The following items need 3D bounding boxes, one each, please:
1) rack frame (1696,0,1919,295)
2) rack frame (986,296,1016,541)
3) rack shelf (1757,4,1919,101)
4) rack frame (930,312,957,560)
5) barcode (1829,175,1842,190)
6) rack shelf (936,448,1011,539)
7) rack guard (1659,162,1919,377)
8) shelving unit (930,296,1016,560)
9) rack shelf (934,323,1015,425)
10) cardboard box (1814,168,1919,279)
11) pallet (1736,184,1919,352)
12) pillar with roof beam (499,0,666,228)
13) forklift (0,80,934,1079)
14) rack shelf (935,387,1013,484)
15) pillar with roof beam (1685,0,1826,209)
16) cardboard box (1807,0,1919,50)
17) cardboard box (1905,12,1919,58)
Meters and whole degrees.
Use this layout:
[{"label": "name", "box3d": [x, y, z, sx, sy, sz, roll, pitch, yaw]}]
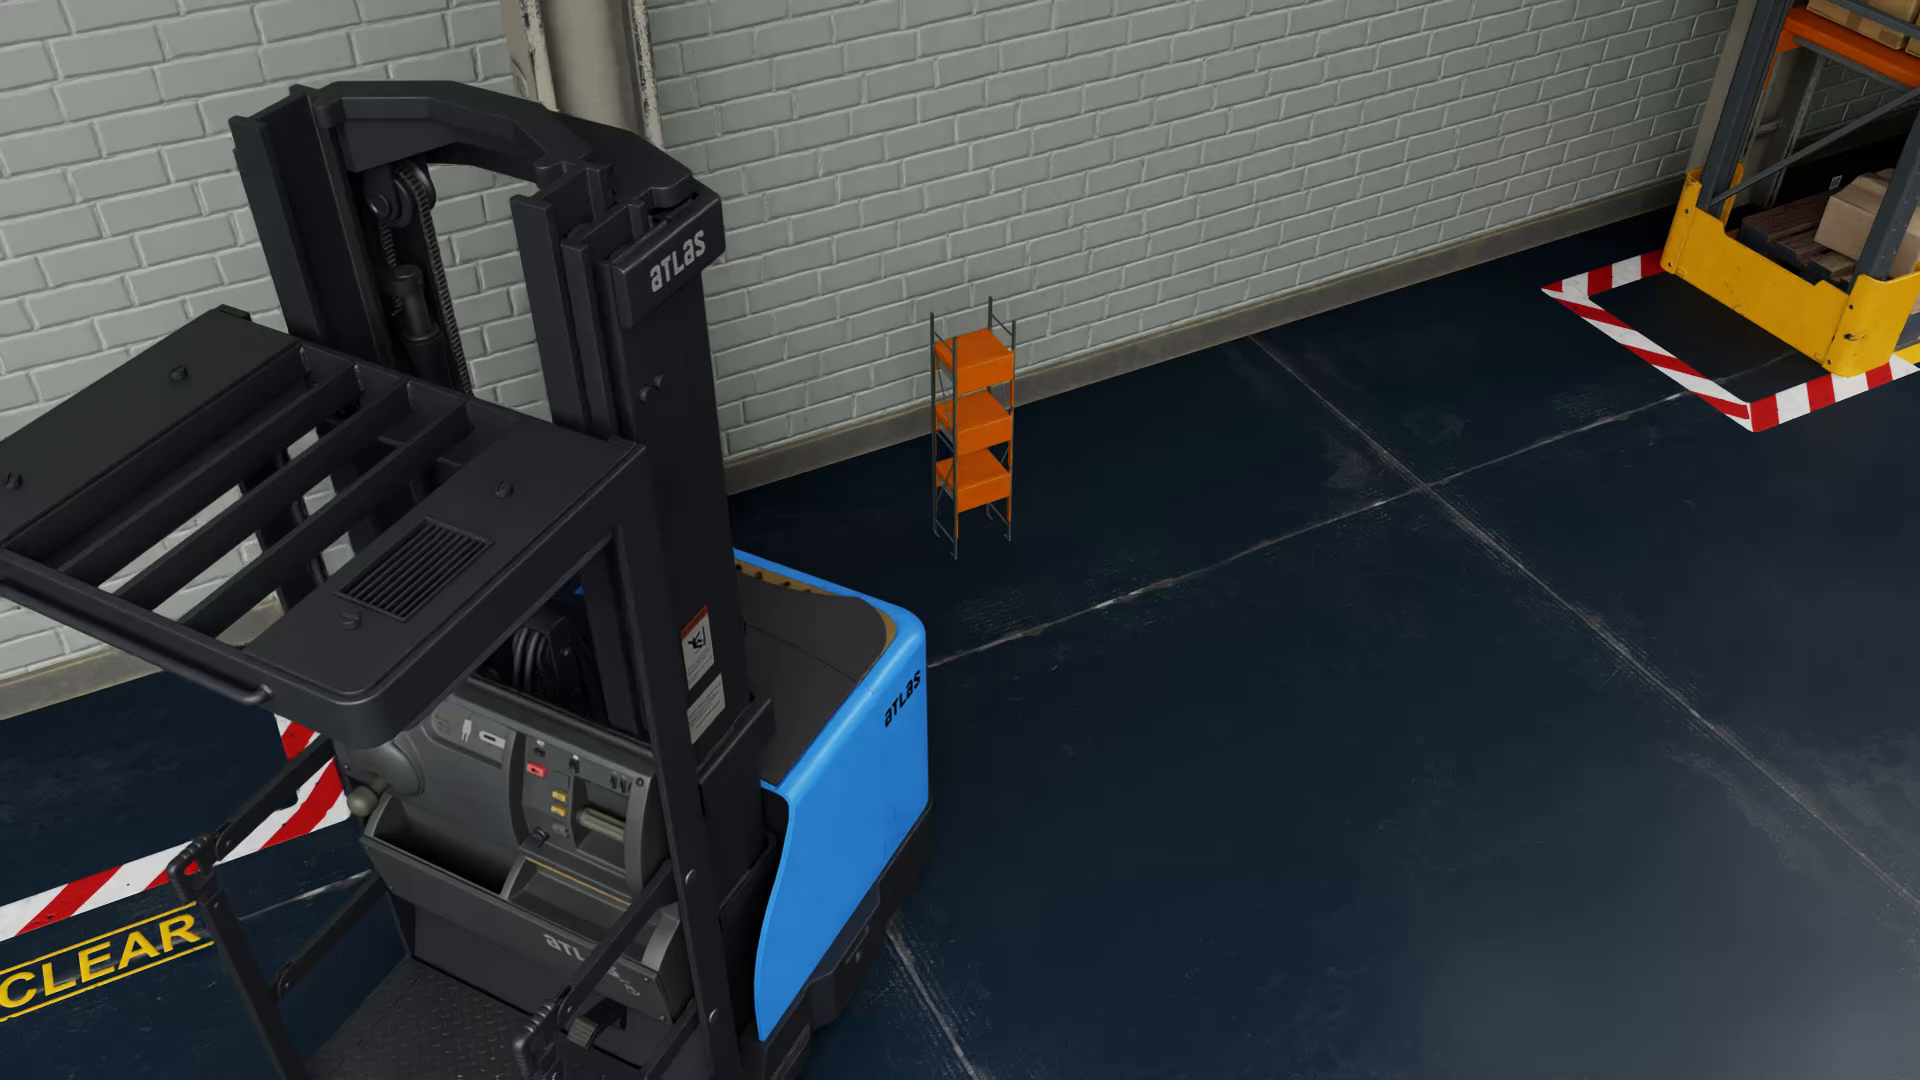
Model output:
[{"label": "rack frame", "box3d": [3.862, -2.241, 7.076, 0.127, 3.000, 1.000, -19, 44, -21]}, {"label": "rack frame", "box3d": [0.156, -0.453, 6.473, 0.008, 1.050, 0.200, -19, 44, -21]}, {"label": "rack shelf", "box3d": [5.636, -2.563, 8.013, 4.000, 0.370, 1.077, -19, 44, -21]}, {"label": "rack frame", "box3d": [-0.061, -0.380, 6.387, 0.008, 1.050, 0.200, -19, 44, -21]}, {"label": "barcode", "box3d": [4.348, -1.775, 8.259, 0.075, 0.075, 0.001, -19, 44, -21]}, {"label": "rack shelf", "box3d": [0.047, -0.196, 6.616, 0.240, 0.259, 0.215, -19, 44, -21]}, {"label": "rack guard", "box3d": [3.929, -1.309, 7.910, 0.348, 0.500, 1.175, -19, 44, -21]}, {"label": "shelving unit", "box3d": [0.047, -0.417, 6.430, 0.252, 1.050, 0.215, -19, 44, -21]}, {"label": "rack shelf", "box3d": [0.047, -0.625, 6.253, 0.240, 0.259, 0.215, -19, 44, -21]}, {"label": "cardboard box", "box3d": [4.517, -1.537, 7.985, 0.500, 0.311, 0.500, -24, 46, -25]}, {"label": "pallet", "box3d": [4.666, -1.421, 8.266, 1.213, 0.211, 1.003, -19, 44, -21]}, {"label": "pillar with roof beam", "box3d": [0.750, -0.978, 0.940, 0.400, 9.000, 9.100, -19, 44, -21]}, {"label": "forklift", "box3d": [-1.207, 0.623, 3.745, 1.130, 2.935, 3.031, 18, 44, 20]}, {"label": "rack shelf", "box3d": [0.047, -0.409, 6.437, 0.240, 0.259, 0.215, -19, 44, -21]}, {"label": "pillar with roof beam", "box3d": [6.072, -2.768, 3.055, 0.400, 9.000, 9.100, -19, 44, -21]}, {"label": "cardboard box", "box3d": [4.187, -2.442, 7.414, 0.500, 0.250, 0.500, -18, 43, -20]}, {"label": "cardboard box", "box3d": [4.441, -2.155, 7.075, 0.500, 0.250, 0.500, -20, 44, -22]}]
